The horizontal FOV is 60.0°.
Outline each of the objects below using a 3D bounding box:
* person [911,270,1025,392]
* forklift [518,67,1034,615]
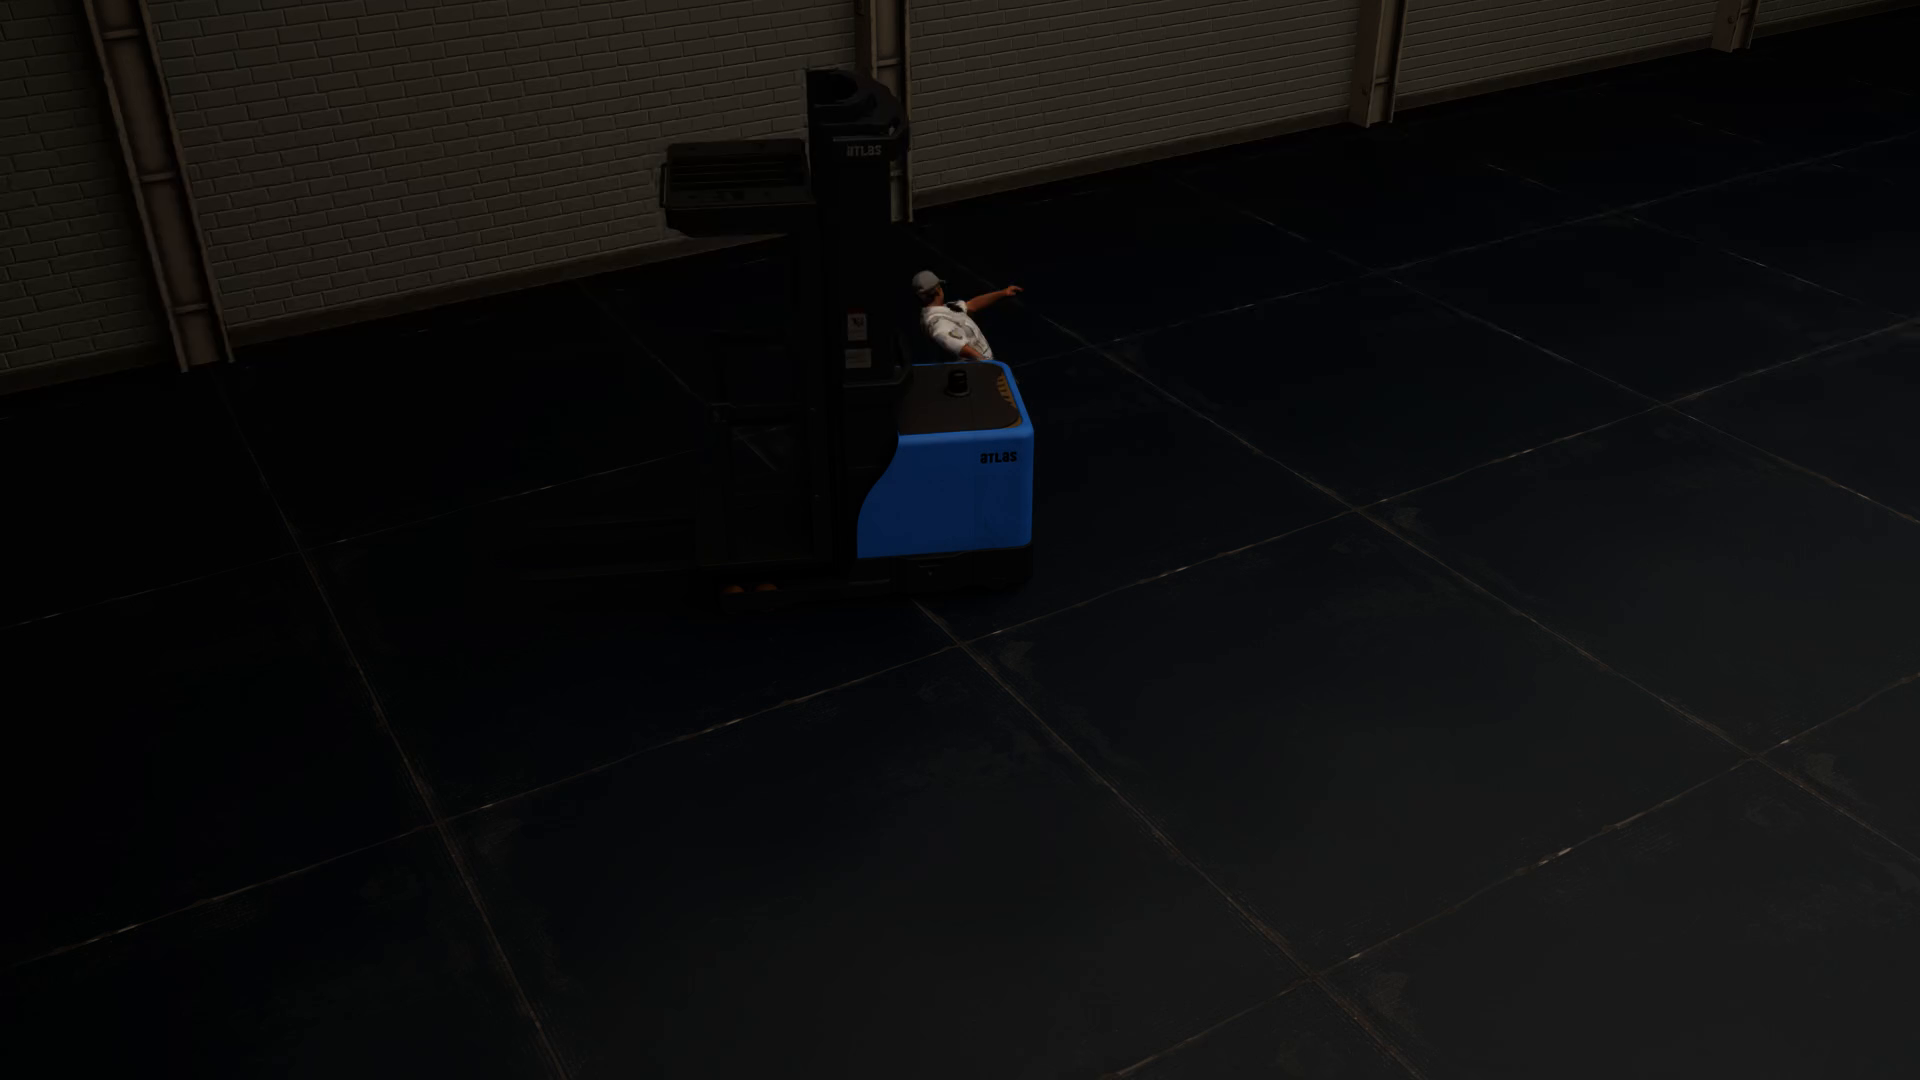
[{"bbox_3d":[0.079,-0.995,10.716,0.780,1.447,0.943,-15,34,-23],"label":"person"},{"bbox_3d":[-1.120,-1.110,9.500,3.031,2.935,1.130,-4,31,-7],"label":"forklift"}]
